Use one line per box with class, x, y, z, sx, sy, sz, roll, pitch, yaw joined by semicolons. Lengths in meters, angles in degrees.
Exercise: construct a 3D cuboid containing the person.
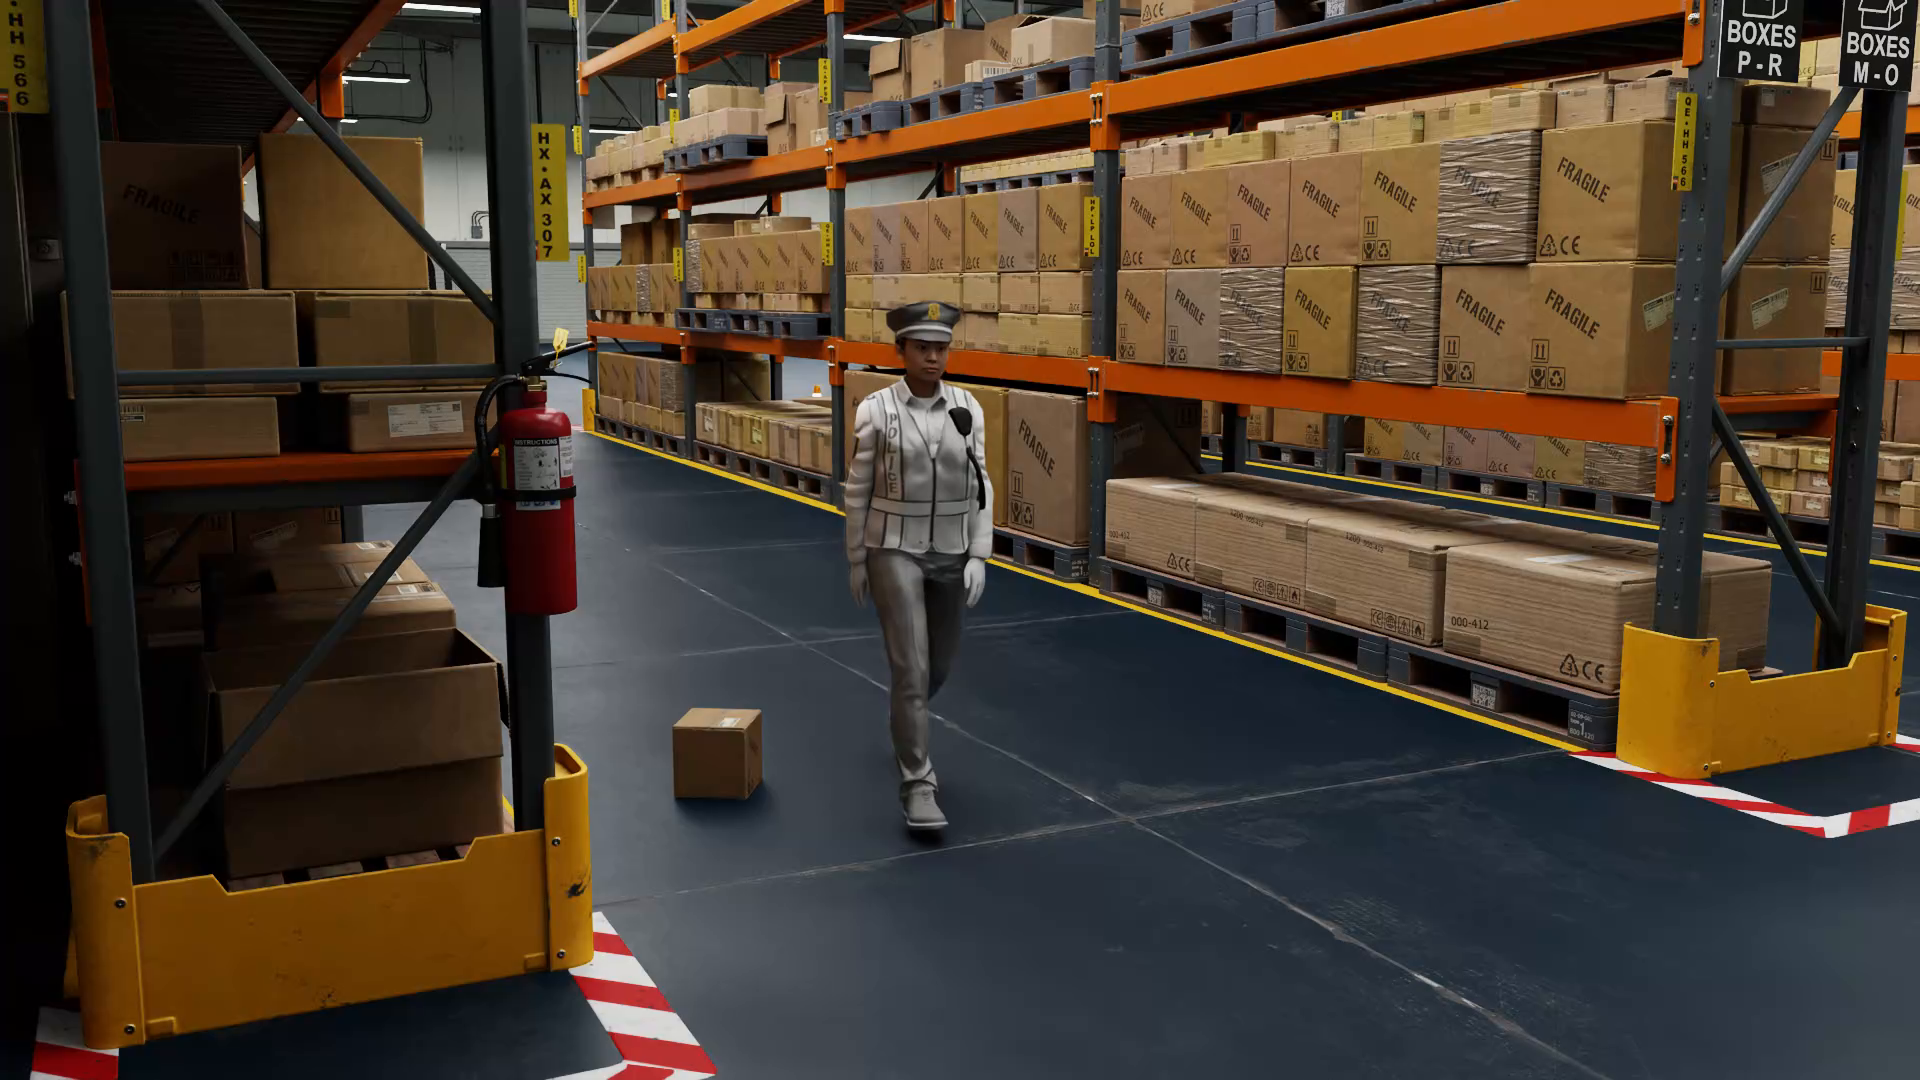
person;-0.133;0.039;5.479;0.480;1.645;0.944;-3;9;-21
